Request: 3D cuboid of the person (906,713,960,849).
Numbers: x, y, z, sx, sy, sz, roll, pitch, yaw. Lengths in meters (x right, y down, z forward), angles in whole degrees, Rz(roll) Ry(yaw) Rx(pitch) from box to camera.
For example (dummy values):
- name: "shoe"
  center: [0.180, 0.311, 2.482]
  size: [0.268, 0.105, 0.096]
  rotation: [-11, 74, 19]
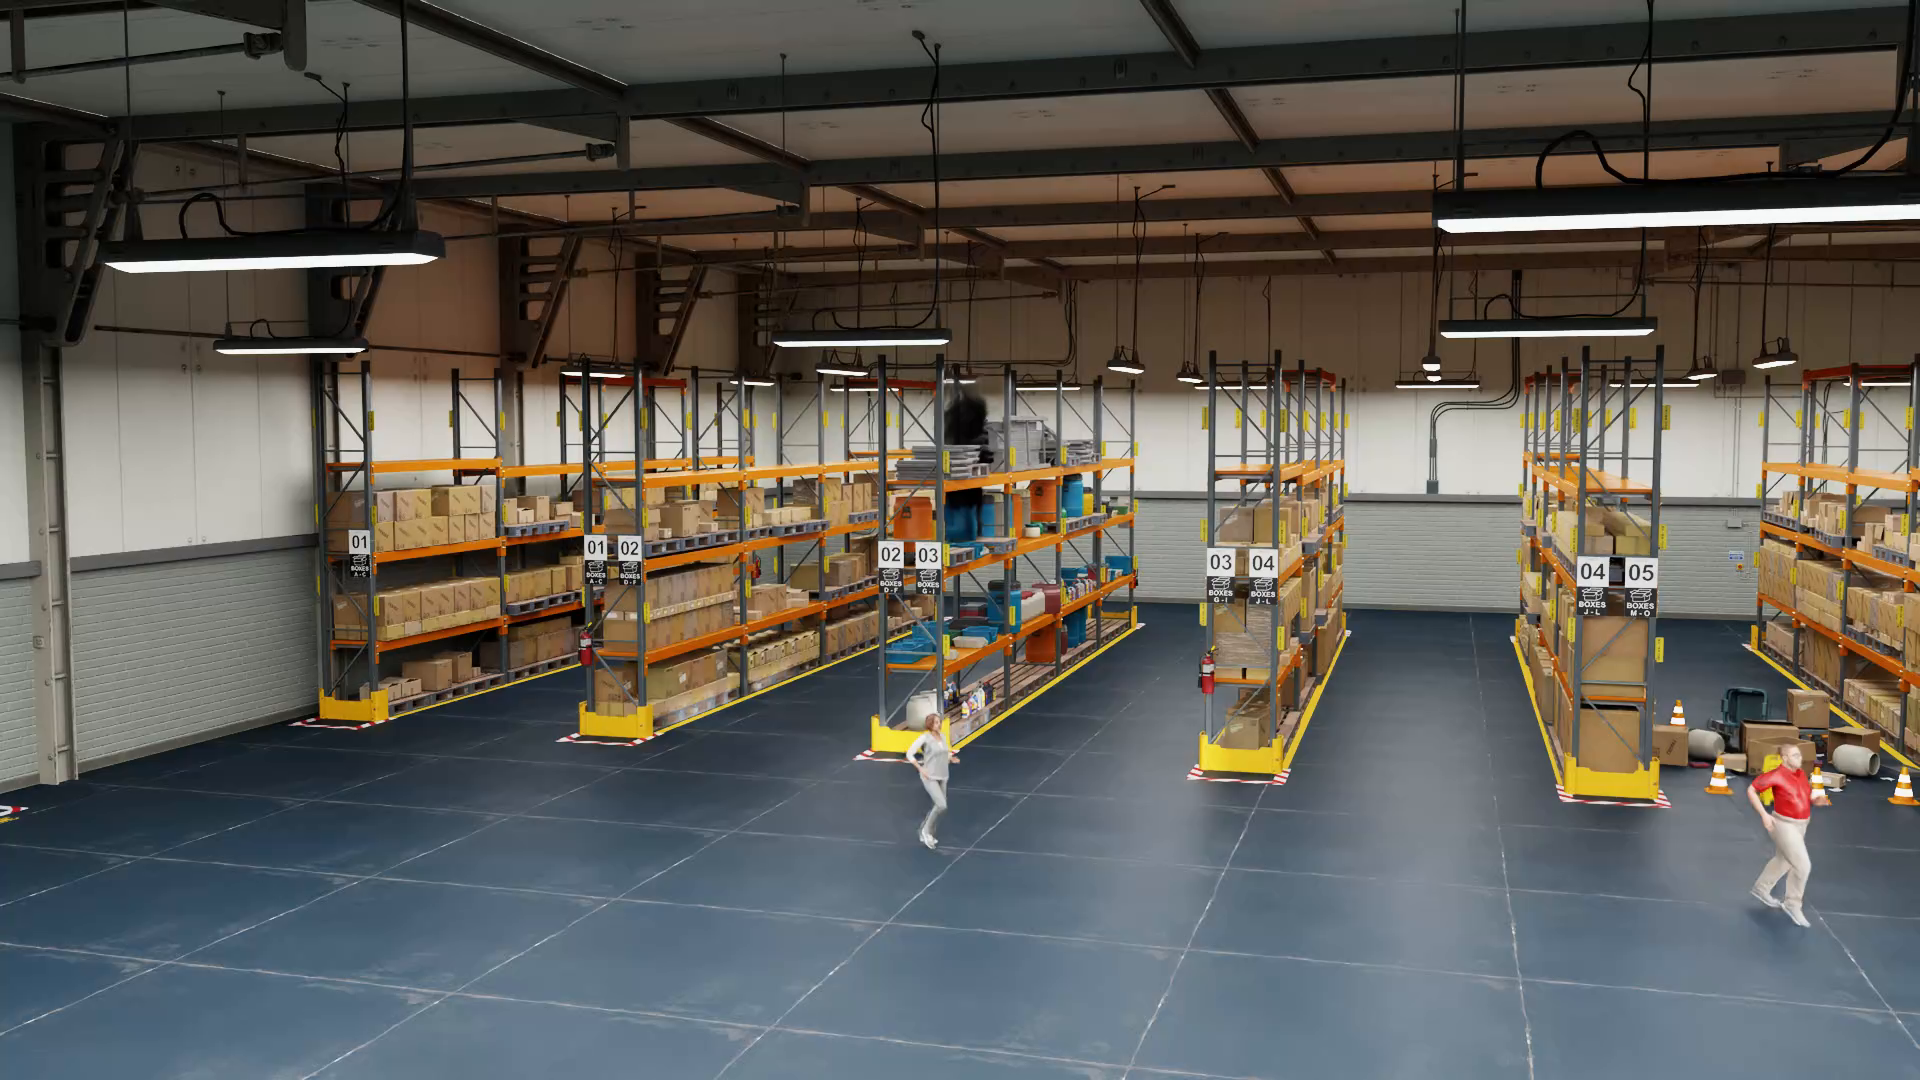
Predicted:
- name: "person"
  center: [-0.279, 2.818, 19.443]
  size: [0.607, 1.582, 0.521]
  rotation: [4, 6, 43]

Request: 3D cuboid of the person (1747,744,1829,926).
- name: "person"
  center: [8.342, 2.953, 16.761]
  size: [0.633, 1.800, 0.785]
  rotation: [-3, 5, -37]
